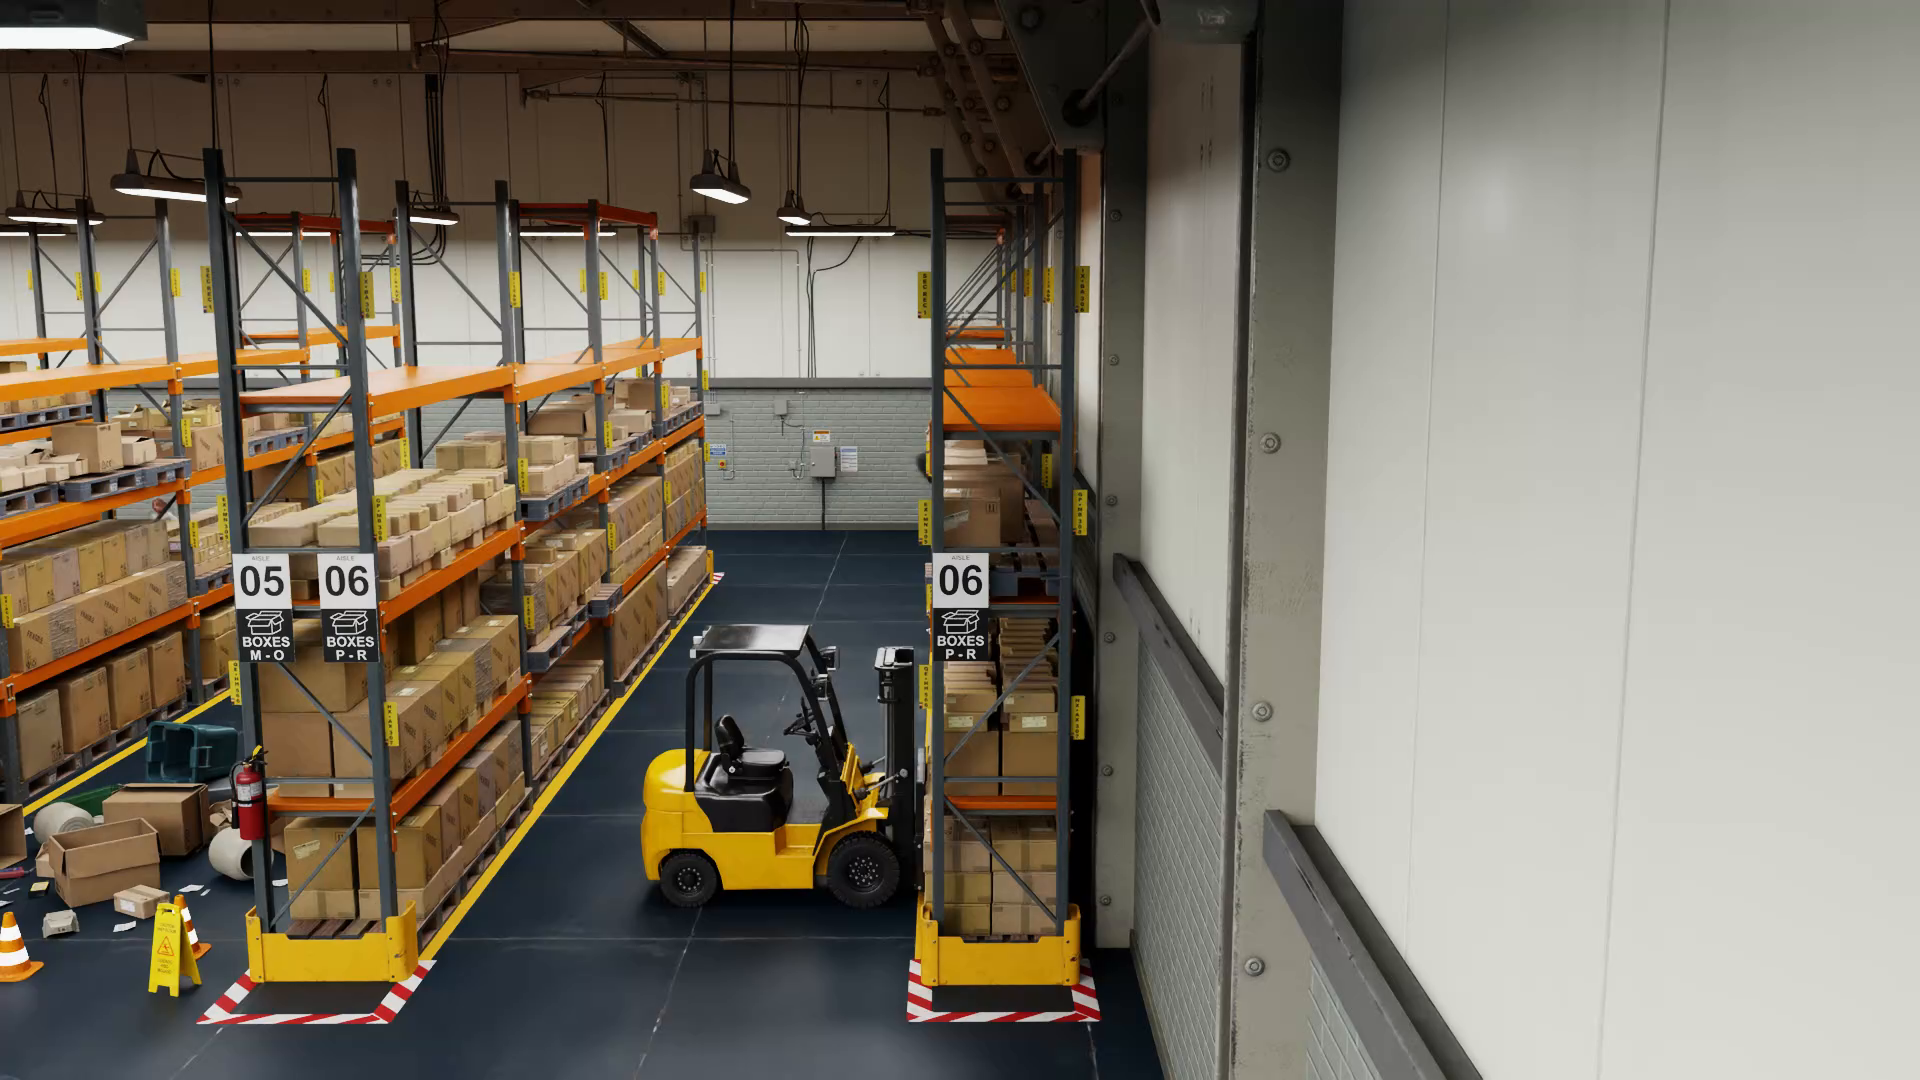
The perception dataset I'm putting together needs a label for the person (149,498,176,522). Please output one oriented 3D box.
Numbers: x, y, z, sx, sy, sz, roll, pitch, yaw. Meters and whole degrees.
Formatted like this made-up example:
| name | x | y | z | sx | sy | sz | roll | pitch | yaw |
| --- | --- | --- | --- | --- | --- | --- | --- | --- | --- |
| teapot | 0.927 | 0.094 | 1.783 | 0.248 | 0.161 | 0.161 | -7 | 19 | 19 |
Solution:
| name | x | y | z | sx | sy | sz | roll | pitch | yaw |
| --- | --- | --- | --- | --- | --- | --- | --- | --- | --- |
| person | -12.932 | 0.083 | 26.997 | 0.615 | 1.552 | 0.611 | -1 | 9 | -6 |
